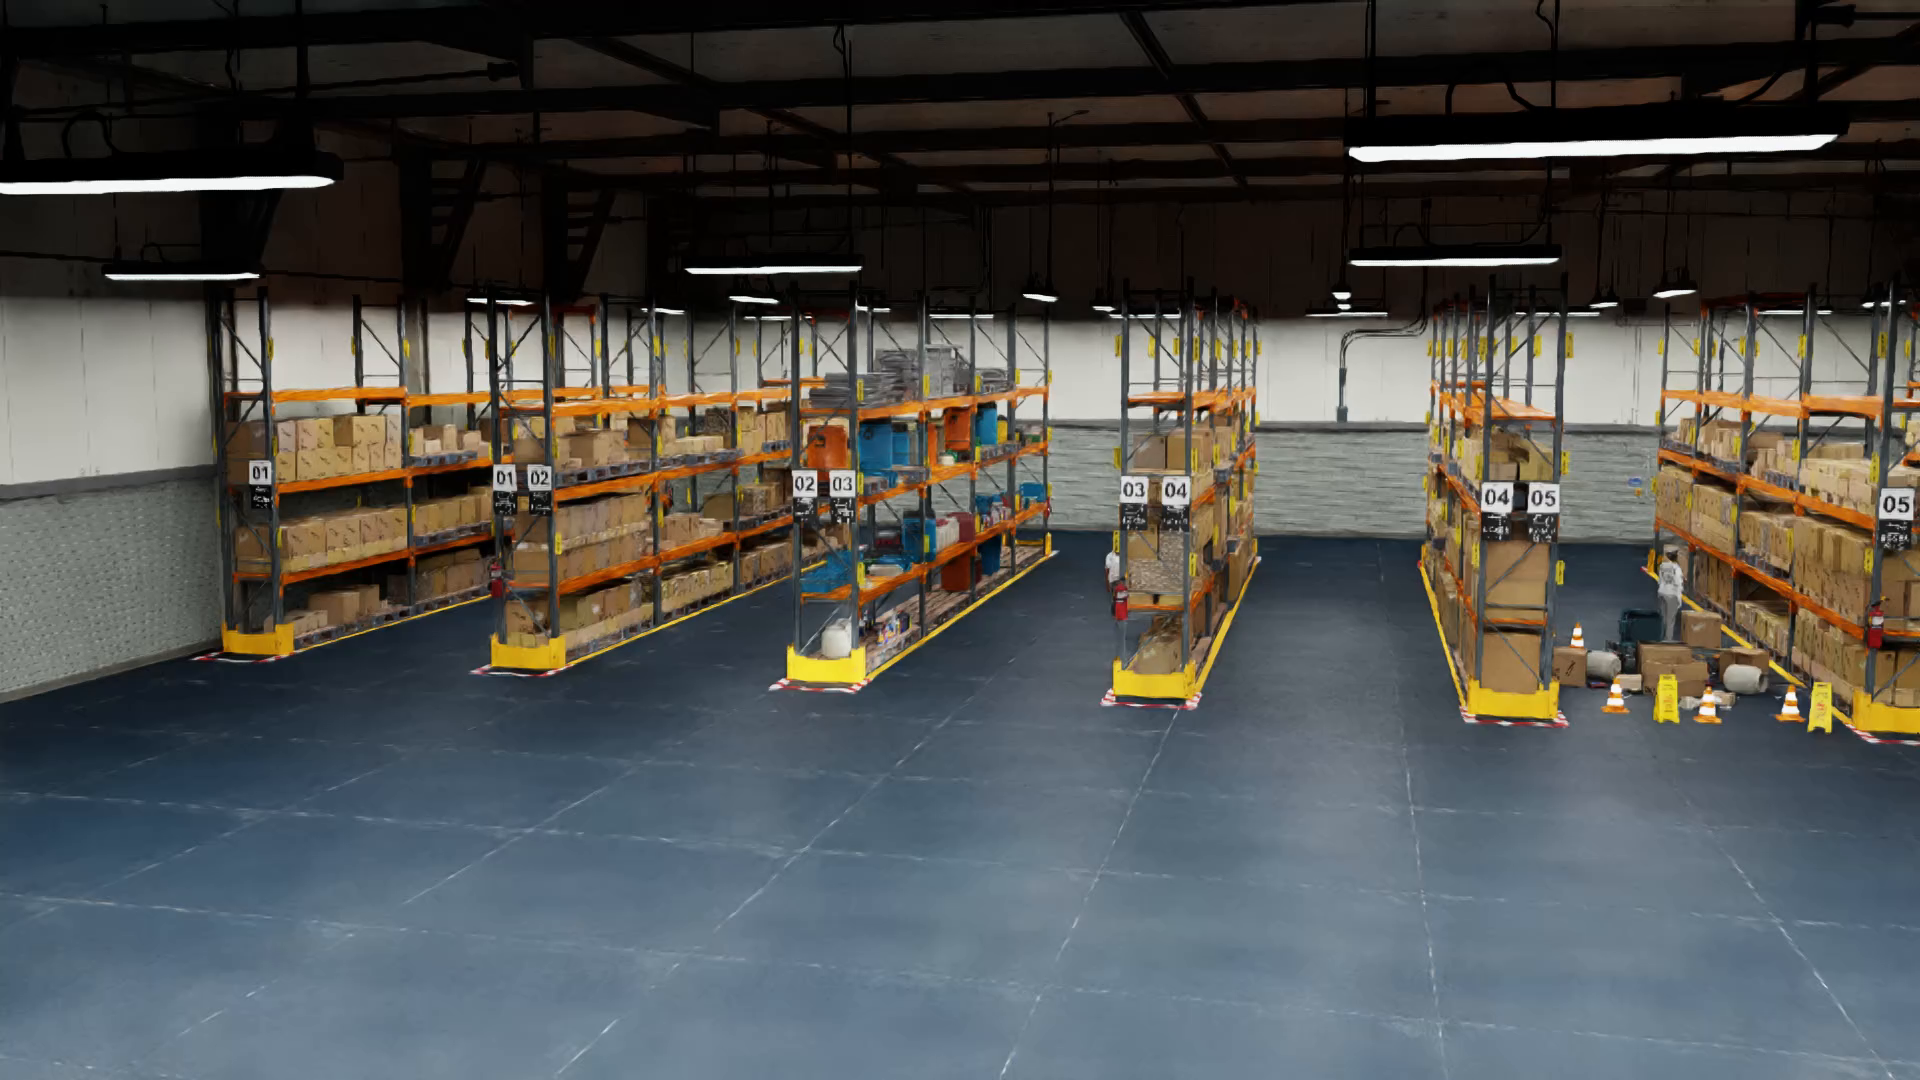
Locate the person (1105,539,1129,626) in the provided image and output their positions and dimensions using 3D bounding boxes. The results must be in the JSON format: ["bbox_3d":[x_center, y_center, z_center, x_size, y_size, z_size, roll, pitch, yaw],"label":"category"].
[{"bbox_3d":[2.857,0.741,30.130,0.456,1.587,1.088,2,7,16],"label":"person"}]

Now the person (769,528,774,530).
[{"bbox_3d":[-5.431,-1.159,45.950,0.770,1.768,0.555,-3,7,-25],"label":"person"}]

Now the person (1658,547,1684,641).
[{"bbox_3d":[11.941,0.960,27.890,0.408,1.680,0.538,-2,7,-17],"label":"person"}]
